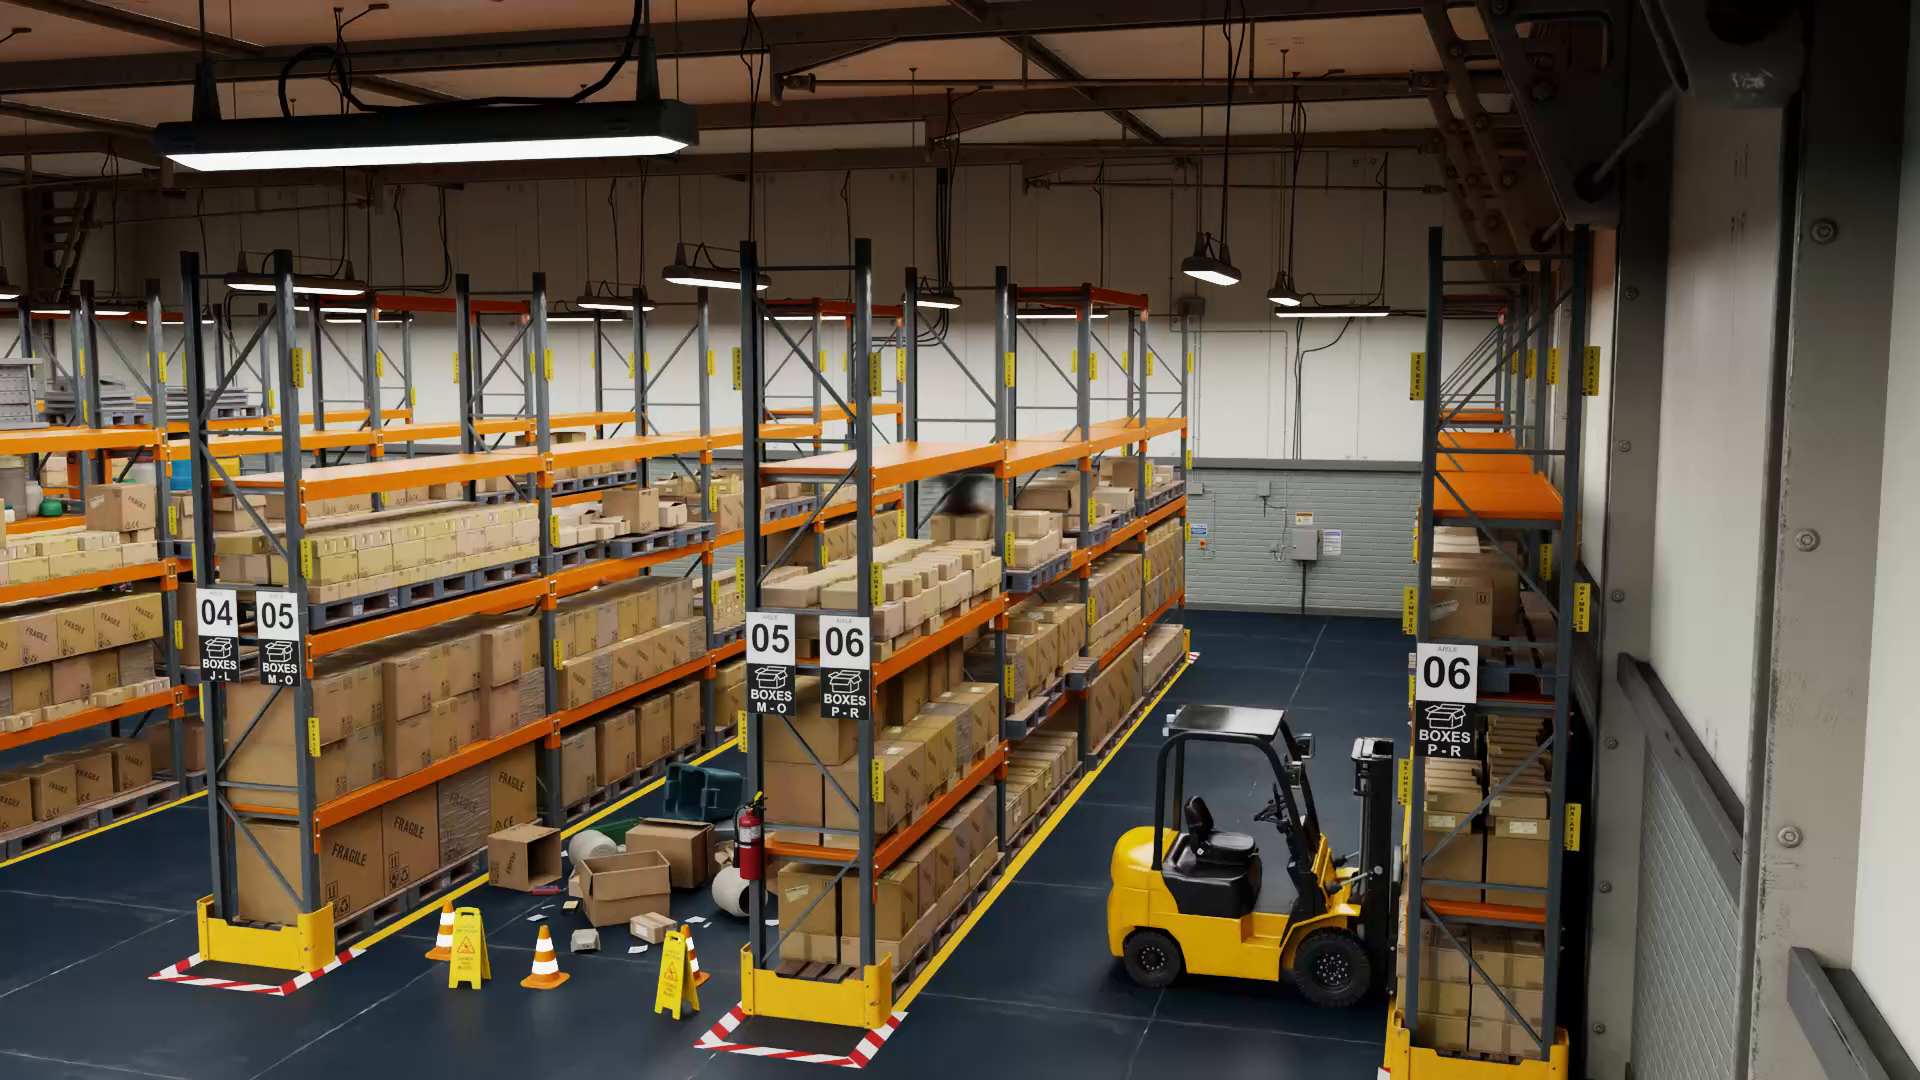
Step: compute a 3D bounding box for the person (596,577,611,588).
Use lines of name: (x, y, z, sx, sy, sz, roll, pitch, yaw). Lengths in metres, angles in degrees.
person: (-5.717, 1.334, 26.757, 0.652, 1.674, 1.033, 2, 7, 14)
